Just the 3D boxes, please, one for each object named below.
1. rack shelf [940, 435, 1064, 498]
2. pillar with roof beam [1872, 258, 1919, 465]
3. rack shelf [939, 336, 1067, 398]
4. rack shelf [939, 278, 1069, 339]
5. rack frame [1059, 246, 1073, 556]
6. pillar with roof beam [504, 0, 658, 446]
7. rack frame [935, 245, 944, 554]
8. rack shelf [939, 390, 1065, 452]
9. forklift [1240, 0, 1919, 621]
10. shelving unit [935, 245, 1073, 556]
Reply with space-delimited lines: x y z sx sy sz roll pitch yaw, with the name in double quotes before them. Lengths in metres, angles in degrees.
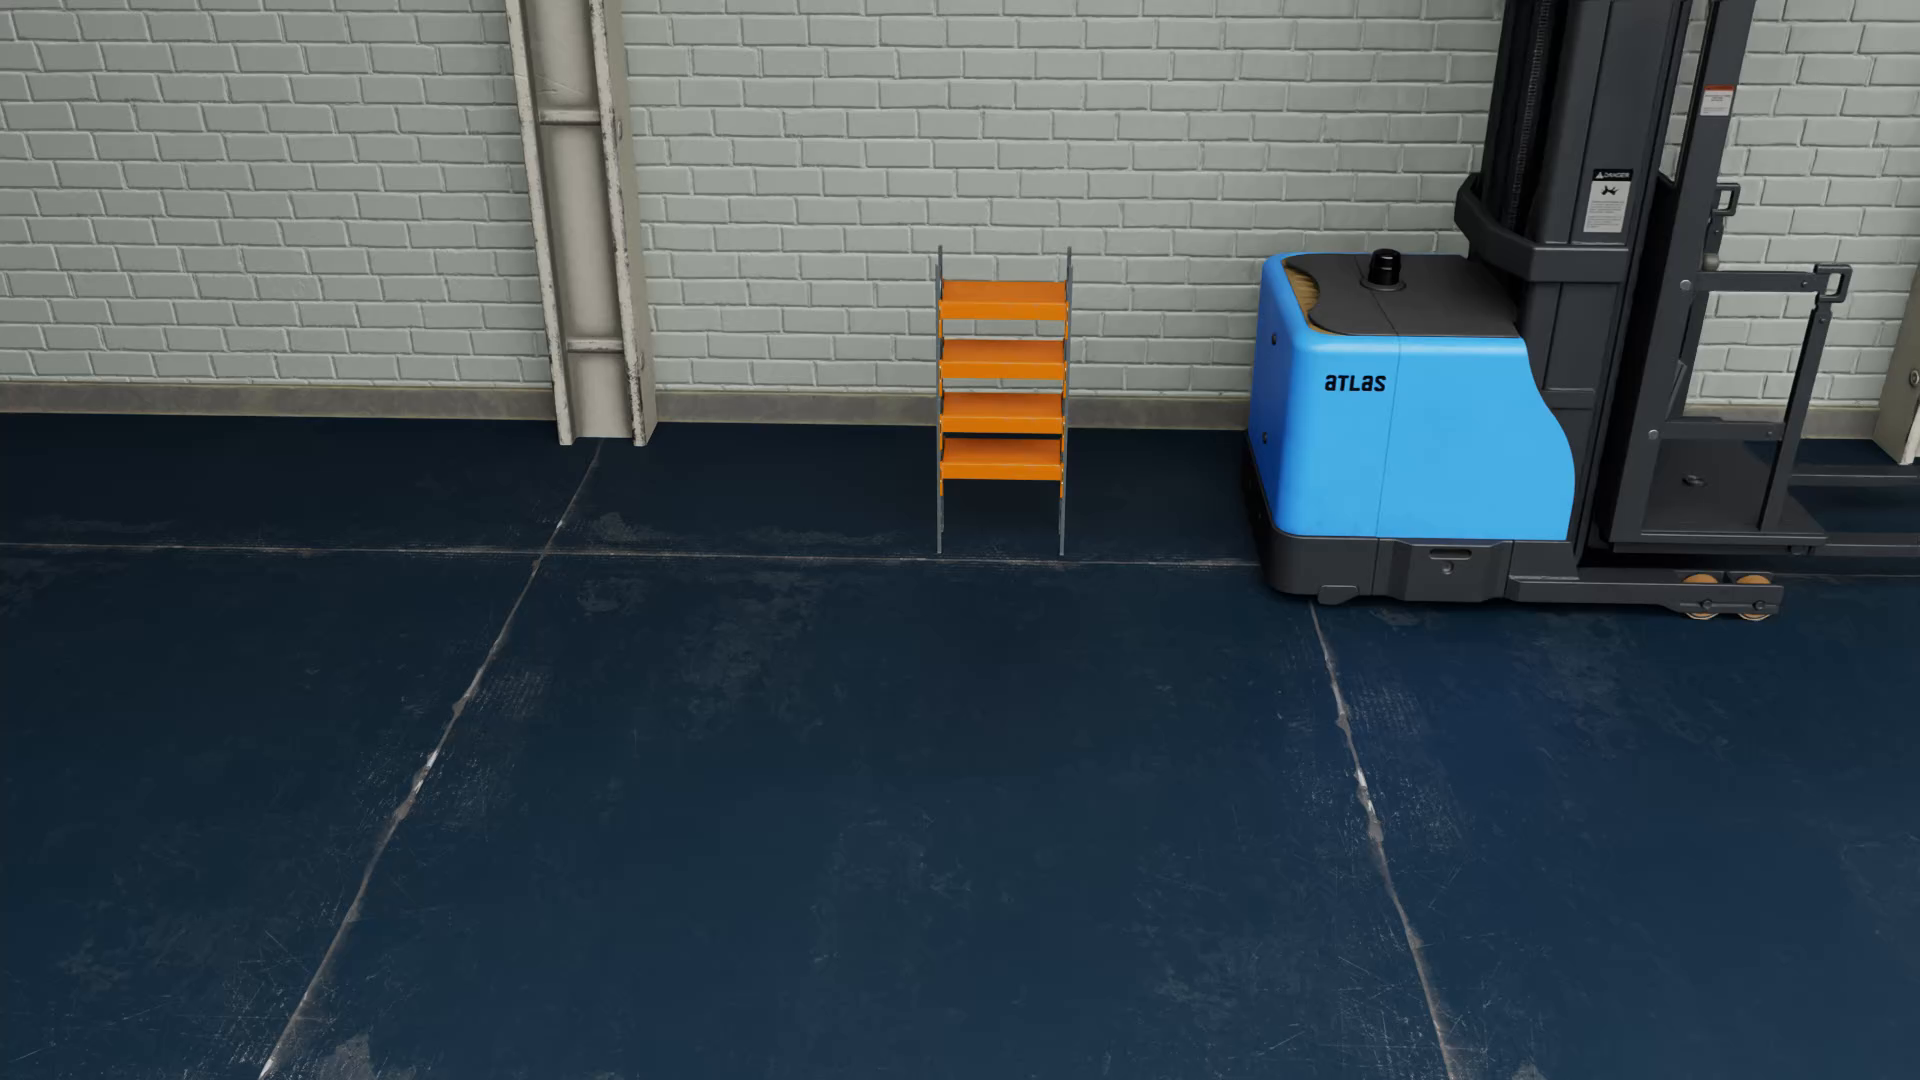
"rack shelf" 0.165 -0.292 6.588 0.480 0.148 0.258 1 28 2
"pillar with roof beam" 4.223 -2.364 1.601 0.400 9.000 9.100 1 28 2
"rack shelf" 0.165 -0.666 6.391 0.480 0.148 0.258 1 28 2
"rack shelf" 0.165 -0.875 6.280 0.480 0.148 0.258 1 28 2
"rack frame" 0.409 -0.523 6.456 0.015 1.200 0.240 1 28 2
"pillar with roof beam" -1.773 -2.463 1.789 0.400 9.000 9.100 1 28 2
"rack frame" -0.078 -0.531 6.471 0.015 1.200 0.240 1 28 2
"rack shelf" 0.165 -0.468 6.495 0.480 0.148 0.258 1 28 2
"forklift" 2.687 -1.250 5.979 3.031 2.935 1.130 1 28 2
"shelving unit" 0.165 -0.527 6.464 0.503 1.200 0.258 1 28 2
